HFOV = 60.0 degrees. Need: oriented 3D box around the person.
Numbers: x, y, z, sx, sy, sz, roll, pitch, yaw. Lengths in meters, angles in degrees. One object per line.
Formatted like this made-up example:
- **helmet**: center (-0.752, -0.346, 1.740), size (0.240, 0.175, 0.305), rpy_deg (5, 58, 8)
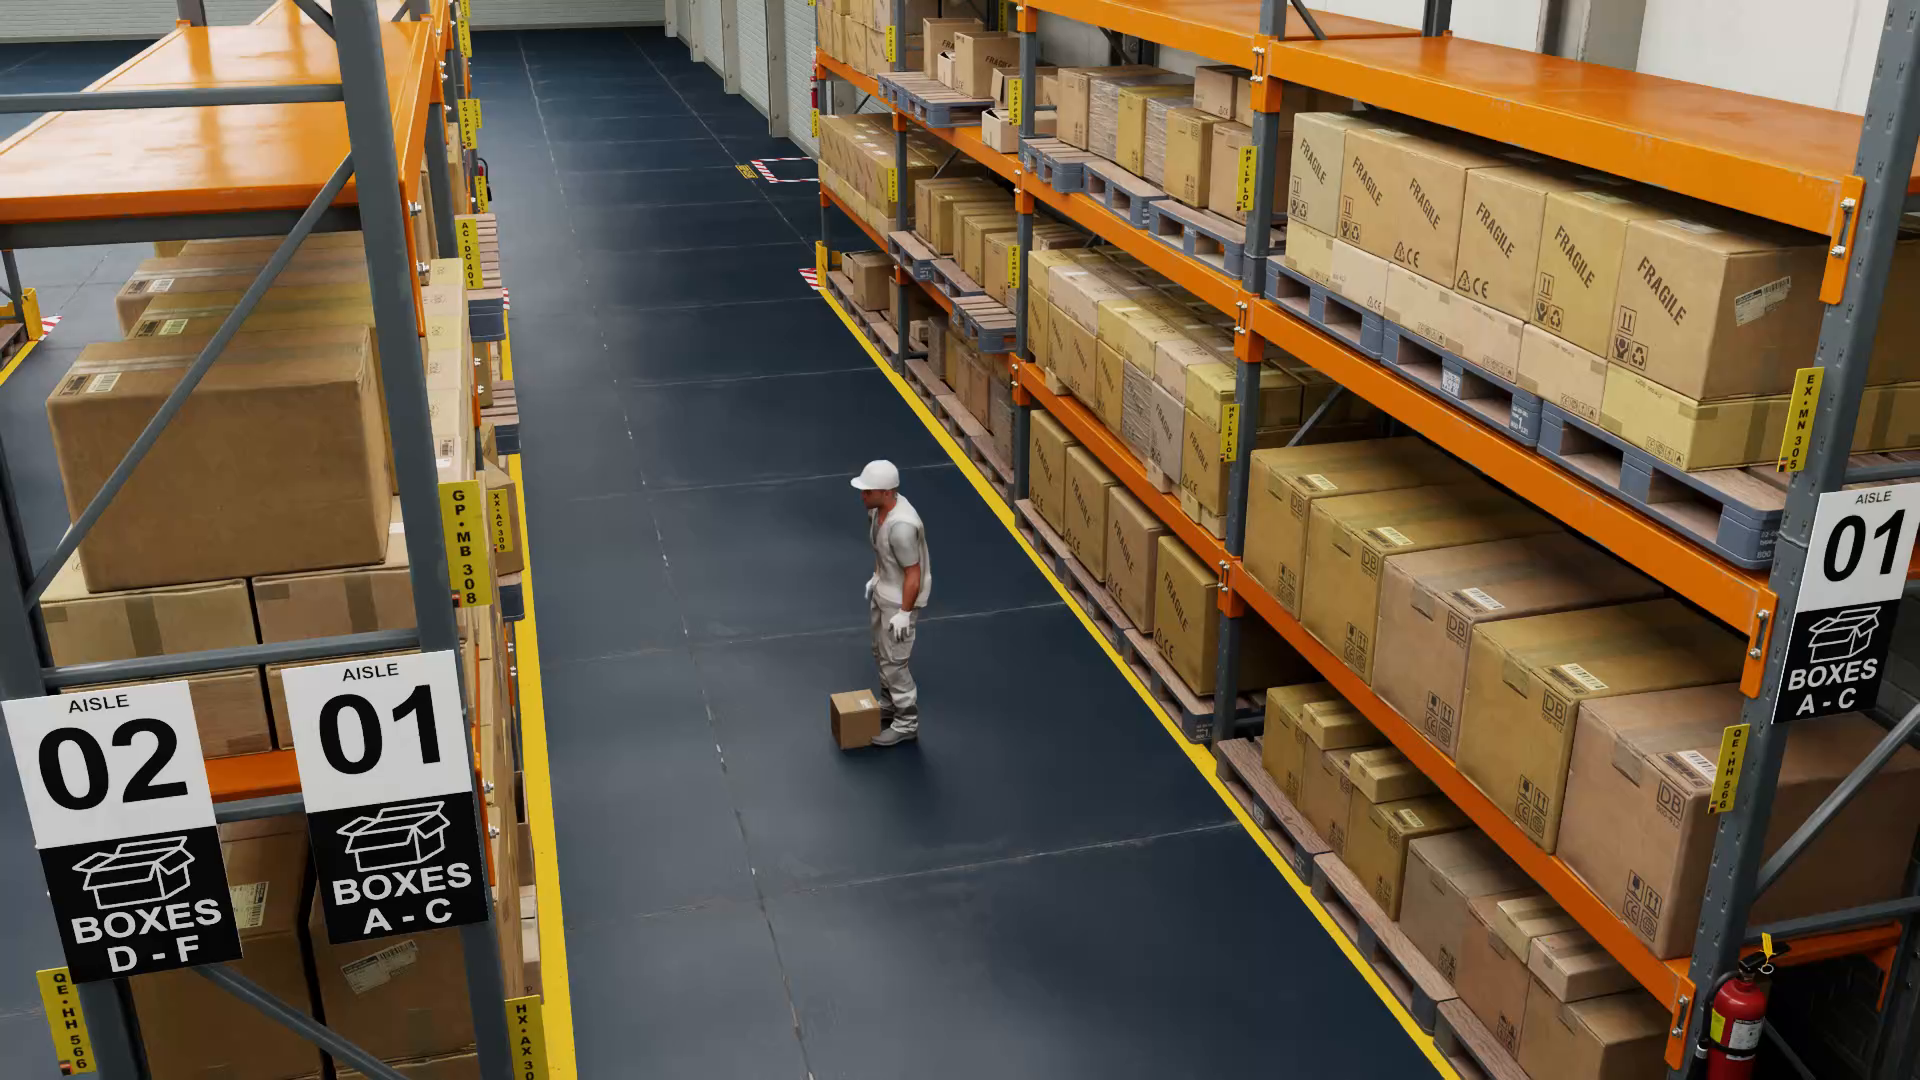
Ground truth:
- **person**: center (-0.412, 0.354, 9.804), size (0.451, 1.778, 0.612), rpy_deg (-8, 24, -17)
